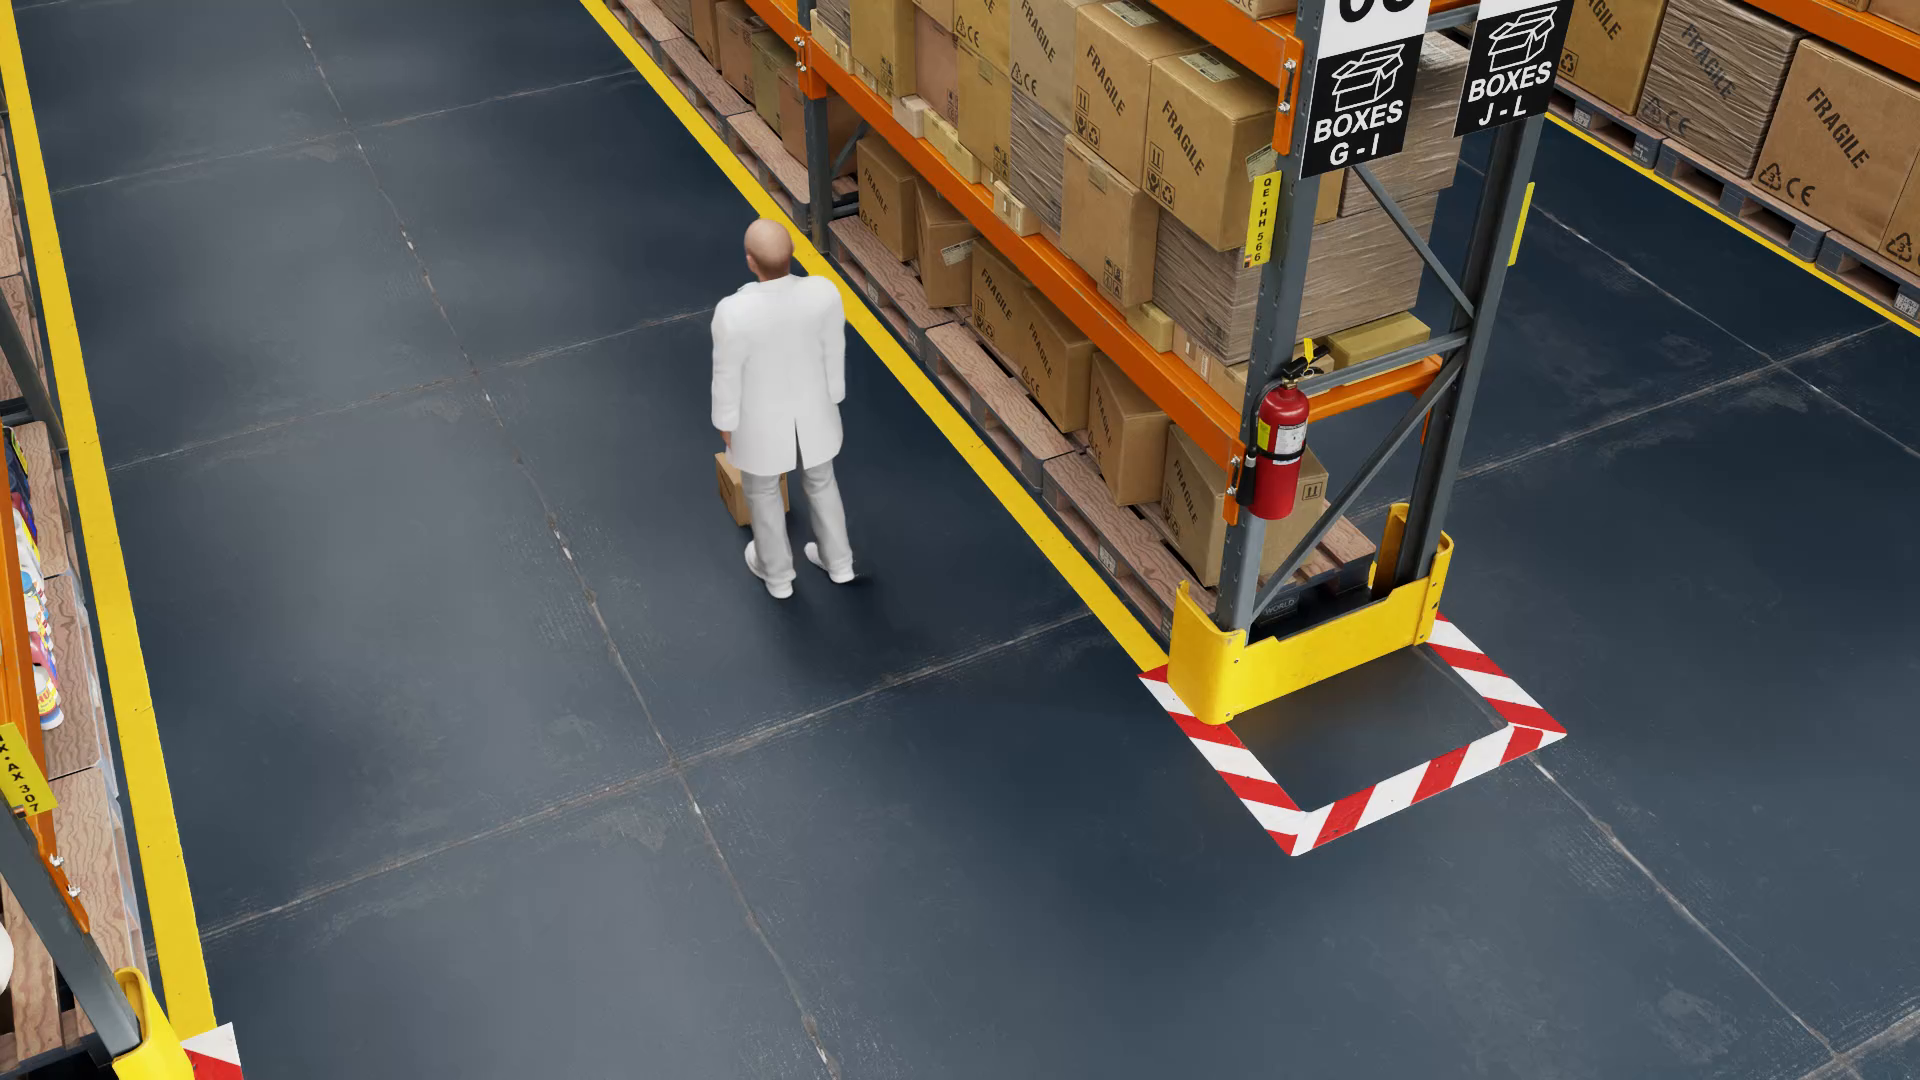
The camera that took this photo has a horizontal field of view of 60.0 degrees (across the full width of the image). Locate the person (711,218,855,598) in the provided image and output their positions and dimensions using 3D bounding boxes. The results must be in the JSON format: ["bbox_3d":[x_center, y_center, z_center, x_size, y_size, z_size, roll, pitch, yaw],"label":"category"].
[{"bbox_3d":[-0.741,-0.517,6.805,0.565,1.819,0.426,-18,44,-19],"label":"person"}]
